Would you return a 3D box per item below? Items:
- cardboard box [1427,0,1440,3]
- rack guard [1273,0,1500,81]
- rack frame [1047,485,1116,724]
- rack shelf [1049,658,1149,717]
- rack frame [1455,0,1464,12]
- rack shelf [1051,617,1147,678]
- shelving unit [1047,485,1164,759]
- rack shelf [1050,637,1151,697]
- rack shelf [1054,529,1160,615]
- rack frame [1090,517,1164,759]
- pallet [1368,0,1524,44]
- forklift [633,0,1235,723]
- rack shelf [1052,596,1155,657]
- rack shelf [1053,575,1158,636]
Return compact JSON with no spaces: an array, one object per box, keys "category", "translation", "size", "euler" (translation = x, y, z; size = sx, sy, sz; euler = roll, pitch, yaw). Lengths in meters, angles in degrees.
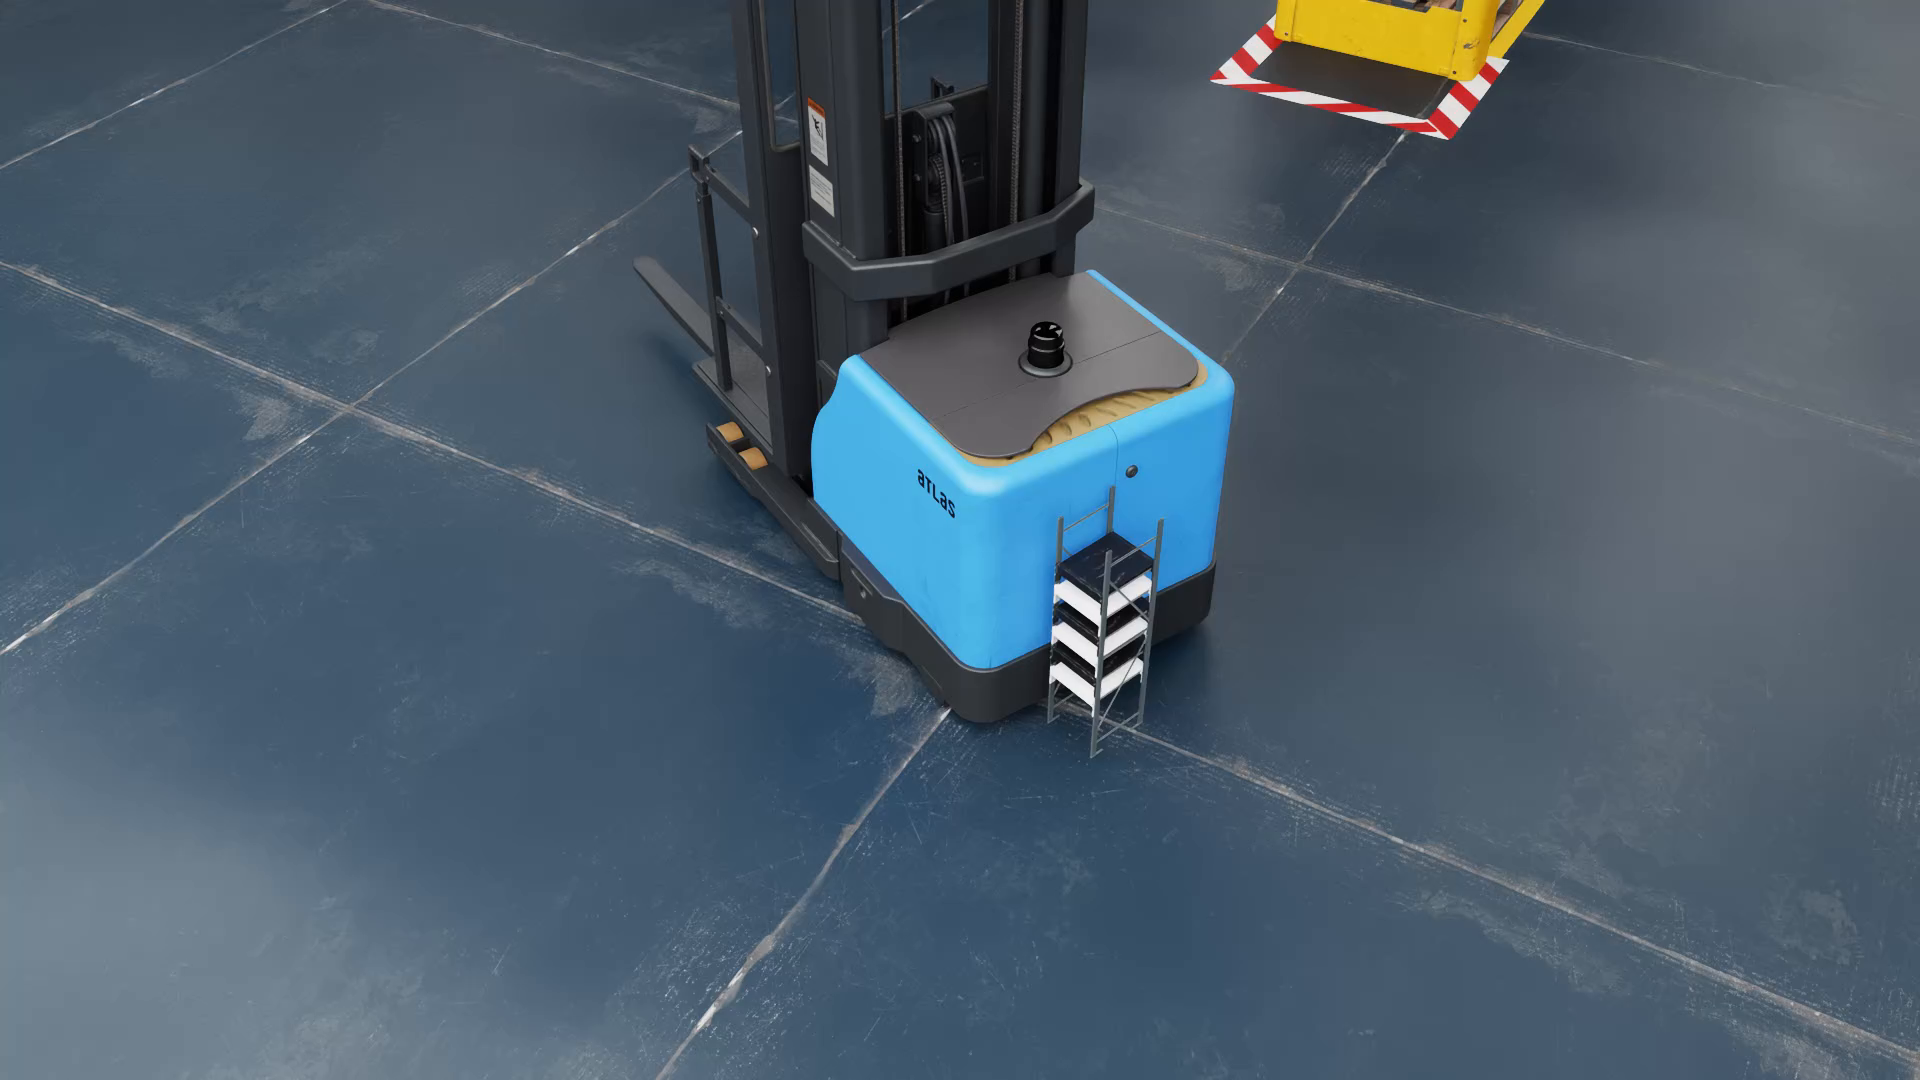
[{"category":"cardboard box","translation":[2.655,-3.439,9.459],"size":[0.500,0.500,0.500],"euler":[30,49,29]},{"category":"rack guard","translation":[2.366,-2.973,9.248],"size":[1.175,0.500,0.348],"euler":[21,45,22]},{"category":"rack frame","translation":[0.383,0.222,5.316],"size":[0.240,0.900,0.006],"euler":[-30,50,-30]},{"category":"rack shelf","translation":[0.450,0.433,5.400],"size":[0.258,0.077,0.200],"euler":[-30,50,-30]},{"category":"rack frame","translation":[2.328,-3.868,8.372],"size":[1.000,3.000,0.127],"euler":[21,45,22]},{"category":"rack shelf","translation":[0.450,0.298,5.281],"size":[0.258,0.077,0.200],"euler":[-30,50,-30]},{"category":"shelving unit","translation":[0.450,0.273,5.259],"size":[0.258,0.900,0.210],"euler":[-30,50,-30]},{"category":"rack shelf","translation":[0.450,0.366,5.341],"size":[0.258,0.077,0.200],"euler":[-30,50,-30]},{"category":"rack shelf","translation":[0.450,0.095,5.103],"size":[0.258,0.077,0.200],"euler":[-30,50,-30]},{"category":"rack frame","translation":[0.518,0.324,5.202],"size":[0.240,0.900,0.006],"euler":[-30,50,-30]},{"category":"pallet","translation":[2.803,-3.318,9.858],"size":[1.003,0.211,1.213],"euler":[21,45,22]},{"category":"forklift","translation":[-0.339,-1.446,5.674],"size":[1.130,2.935,3.031],"euler":[-23,46,-24]},{"category":"rack shelf","translation":[0.450,0.230,5.222],"size":[0.258,0.077,0.200],"euler":[-30,50,-30]},{"category":"rack shelf","translation":[0.450,0.163,5.162],"size":[0.258,0.077,0.200],"euler":[-30,50,-30]}]
